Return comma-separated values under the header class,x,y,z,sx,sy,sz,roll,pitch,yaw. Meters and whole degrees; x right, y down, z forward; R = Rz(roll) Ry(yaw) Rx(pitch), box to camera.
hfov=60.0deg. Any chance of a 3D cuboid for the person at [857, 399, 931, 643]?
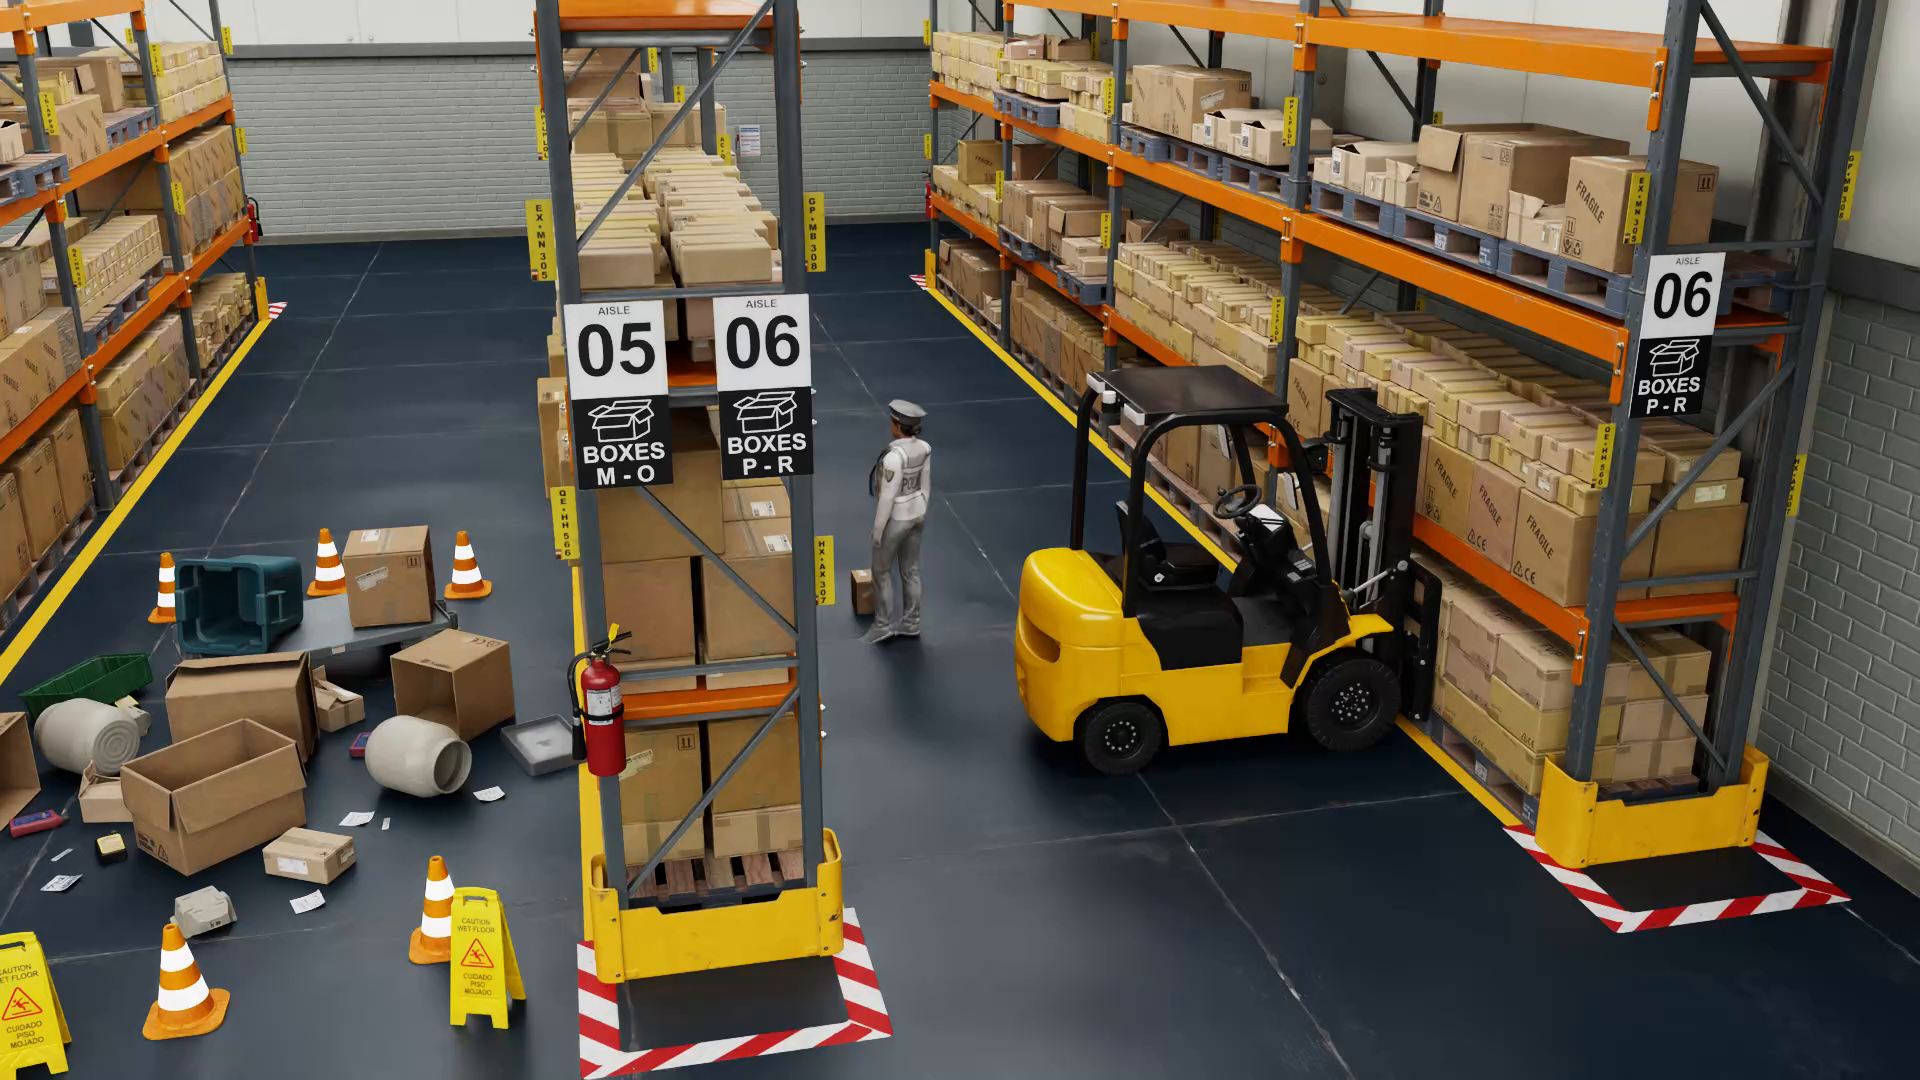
class,x,y,z,sx,sy,sz,roll,pitch,yaw
person,-0.441,-0.107,11.406,0.402,1.737,0.539,13,23,32
